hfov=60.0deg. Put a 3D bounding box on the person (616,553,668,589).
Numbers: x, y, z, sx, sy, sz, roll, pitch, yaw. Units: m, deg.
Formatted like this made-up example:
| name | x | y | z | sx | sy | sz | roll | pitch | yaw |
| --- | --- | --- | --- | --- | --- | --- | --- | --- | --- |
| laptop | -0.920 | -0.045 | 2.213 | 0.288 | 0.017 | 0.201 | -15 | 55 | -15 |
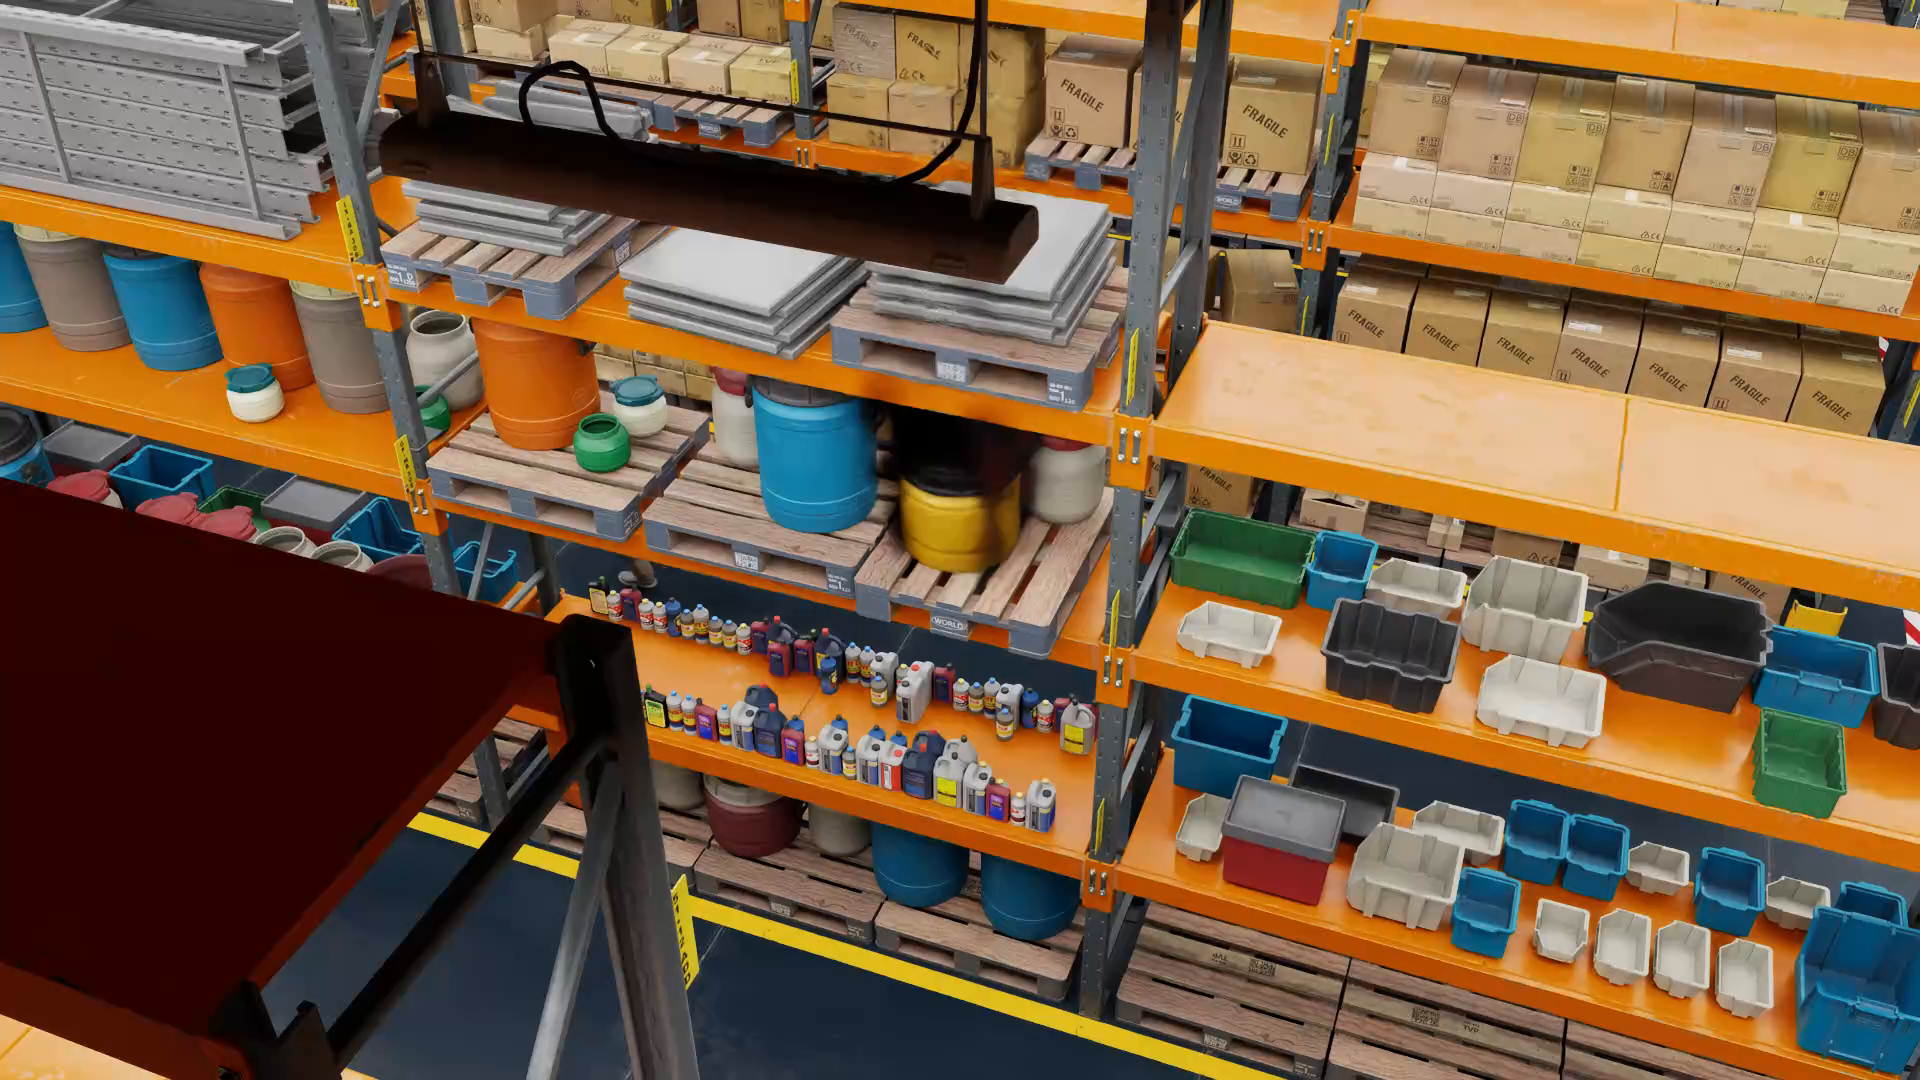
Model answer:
| name | x | y | z | sx | sy | sz | roll | pitch | yaw |
| --- | --- | --- | --- | --- | --- | --- | --- | --- | --- |
| person | -2.486 | -0.343 | 12.374 | 0.599 | 1.677 | 0.644 | 9 | 37 | 12 |
